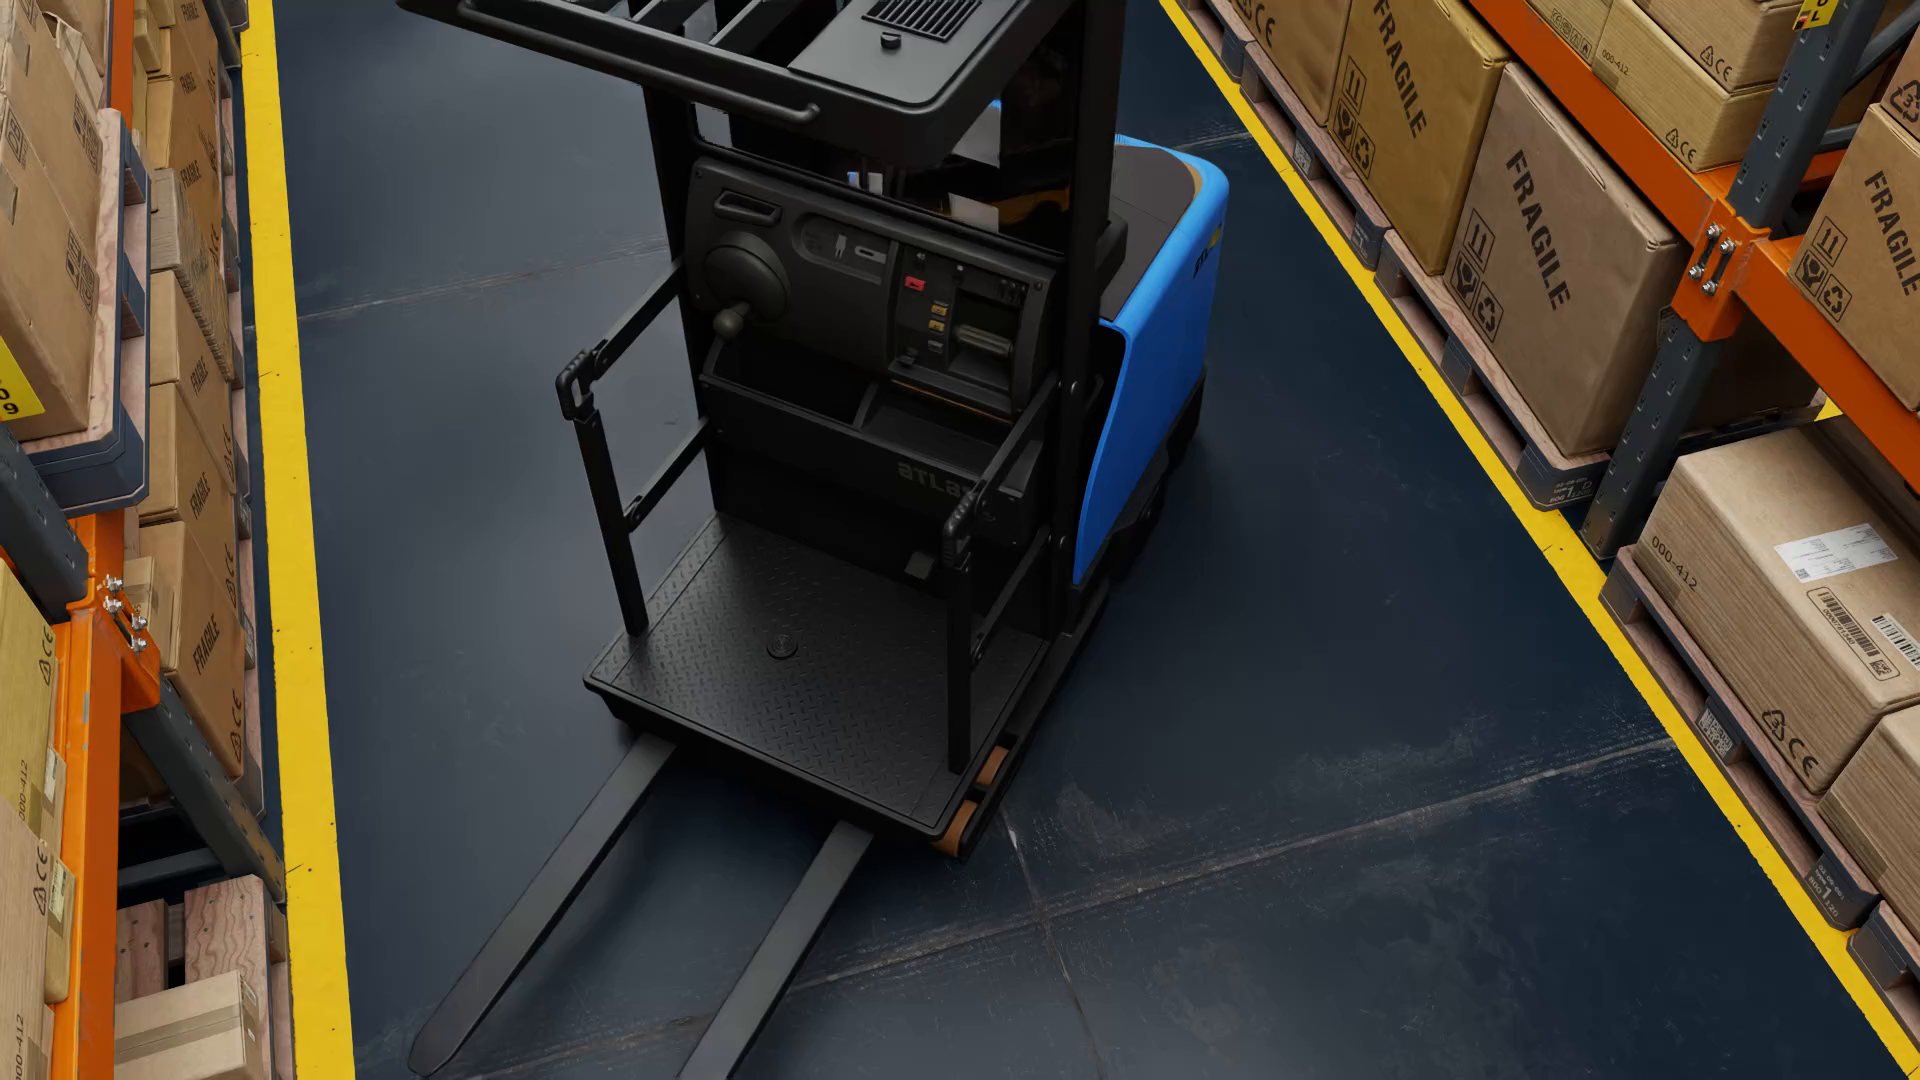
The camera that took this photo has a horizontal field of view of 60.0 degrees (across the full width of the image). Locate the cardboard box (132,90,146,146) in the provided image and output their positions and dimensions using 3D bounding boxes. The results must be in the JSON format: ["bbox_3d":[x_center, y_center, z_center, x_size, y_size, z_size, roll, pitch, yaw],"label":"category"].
[{"bbox_3d":[-2.830,-1.305,5.325,0.380,0.149,0.250,-14,51,-12],"label":"cardboard box"}]

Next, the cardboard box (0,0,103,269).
[{"bbox_3d":[-2.373,-0.878,3.688,0.700,0.500,0.500,-13,51,-11],"label":"cardboard box"}]

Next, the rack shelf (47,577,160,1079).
[{"bbox_3d":[-1.699,1.764,2.271,1.077,0.370,4.000,-13,51,-11],"label":"rack shelf"}]

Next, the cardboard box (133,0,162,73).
[{"bbox_3d":[-2.939,-1.691,5.649,0.380,0.149,0.250,-15,51,-12],"label":"cardboard box"}]

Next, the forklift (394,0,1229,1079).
[{"bbox_3d":[-0.325,-0.481,3.738,1.130,2.935,3.031,21,53,17],"label":"forklift"}]

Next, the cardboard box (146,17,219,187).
[{"bbox_3d":[-3.005,-1.551,5.956,0.500,0.500,0.500,-14,51,-12],"label":"cardboard box"}]

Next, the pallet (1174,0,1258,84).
[{"bbox_3d":[1.429,-2.483,7.205,1.003,0.211,1.213,-13,51,-11],"label":"pallet"}]

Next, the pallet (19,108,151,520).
[{"bbox_3d":[-2.422,-0.475,3.814,1.003,0.211,1.213,-13,51,-11],"label":"pallet"}]

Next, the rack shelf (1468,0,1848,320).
[{"bbox_3d":[1.859,-2.282,5.683,1.077,0.370,4.000,-13,51,-11],"label":"rack shelf"}]

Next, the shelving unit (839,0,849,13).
[{"bbox_3d":[-0.072,-1.547,5.573,0.431,1.500,0.755,-32,57,-24],"label":"shelving unit"}]

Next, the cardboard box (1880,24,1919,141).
[{"bbox_3d":[2.360,-1.005,3.416,0.500,0.500,0.500,-13,51,-11],"label":"cardboard box"}]

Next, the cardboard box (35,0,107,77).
[{"bbox_3d":[-2.605,-1.451,4.172,0.700,0.500,0.500,-14,51,-11],"label":"cardboard box"}]

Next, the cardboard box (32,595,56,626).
[{"bbox_3d":[-2.200,0.128,3.921,0.380,0.149,0.250,-14,51,-12],"label":"cardboard box"}]

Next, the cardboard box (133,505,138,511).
[{"bbox_3d":[-2.385,-0.159,4.358,0.380,0.149,0.250,-16,52,-13],"label":"cardboard box"}]

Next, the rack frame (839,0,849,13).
[{"bbox_3d":[-0.302,-1.764,5.756,0.400,1.500,0.023,-32,57,-24],"label":"rack frame"}]

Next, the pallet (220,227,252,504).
[{"bbox_3d":[-2.931,-0.508,5.540,1.003,0.211,1.213,-13,51,-11],"label":"pallet"}]

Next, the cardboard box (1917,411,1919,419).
[{"bbox_3d":[2.484,-0.315,3.489,0.500,0.500,0.500,-13,51,-11],"label":"cardboard box"}]

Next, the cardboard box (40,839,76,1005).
[{"bbox_3d":[-1.757,0.698,2.864,0.380,0.149,0.250,-12,51,-10],"label":"cardboard box"}]

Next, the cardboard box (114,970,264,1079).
[{"bbox_3d":[-1.845,1.196,3.870,0.380,0.149,0.250,-15,51,-12],"label":"cardboard box"}]

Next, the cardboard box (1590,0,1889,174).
[{"bbox_3d":[2.077,-1.276,4.462,0.500,0.250,0.500,-14,51,-12],"label":"cardboard box"}]

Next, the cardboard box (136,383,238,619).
[{"bbox_3d":[-2.385,-0.049,4.690,0.500,0.500,0.500,-14,51,-11],"label":"cardboard box"}]

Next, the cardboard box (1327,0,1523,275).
[{"bbox_3d":[1.916,-1.597,5.749,0.875,0.875,0.875,-12,51,-10],"label":"cardboard box"}]

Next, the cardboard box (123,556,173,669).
[{"bbox_3d":[-2.142,0.211,4.047,0.380,0.149,0.250,-11,51,-9],"label":"cardboard box"}]

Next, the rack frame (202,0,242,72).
[{"bbox_3d":[-3.473,-2.850,5.691,1.000,3.000,0.127,-13,51,-11],"label":"rack frame"}]

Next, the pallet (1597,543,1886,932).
[{"bbox_3d":[2.600,0.418,4.759,1.003,0.211,1.213,-13,51,-11],"label":"pallet"}]

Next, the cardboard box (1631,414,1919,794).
[{"bbox_3d":[2.533,0.120,4.588,0.875,0.438,0.875,-14,51,-12],"label":"cardboard box"}]

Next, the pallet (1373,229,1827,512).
[{"bbox_3d":[2.150,-0.701,5.703,1.003,0.211,1.213,-13,51,-11],"label":"pallet"}]

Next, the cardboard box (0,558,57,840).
[{"bbox_3d":[-1.907,0.341,2.904,0.500,0.250,0.500,-12,51,-10],"label":"cardboard box"}]

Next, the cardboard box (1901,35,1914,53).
[{"bbox_3d":[2.590,-1.551,4.367,0.500,0.250,0.500,-15,51,-12],"label":"cardboard box"}]

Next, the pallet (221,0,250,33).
[{"bbox_3d":[-3.679,-2.561,7.271,1.003,0.211,1.213,-13,51,-11],"label":"pallet"}]

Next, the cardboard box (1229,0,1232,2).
[{"bbox_3d":[1.392,-2.902,6.850,0.875,0.875,0.875,-14,51,-11],"label":"cardboard box"}]

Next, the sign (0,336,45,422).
[{"bbox_3d":[-1.774,-0.336,3.005,0.100,0.325,0.005,-13,51,-11],"label":"sign"}]

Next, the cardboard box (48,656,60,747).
[{"bbox_3d":[-1.955,0.328,3.176,0.380,0.149,0.250,-13,51,-10],"label":"cardboard box"}]

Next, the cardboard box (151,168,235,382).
[{"bbox_3d":[-2.676,-0.795,5.318,0.500,0.500,0.500,-15,51,-12],"label":"cardboard box"}]

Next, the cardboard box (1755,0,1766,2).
[{"bbox_3d":[2.078,-1.677,3.983,0.500,0.500,0.500,-12,51,-10],"label":"cardboard box"}]
